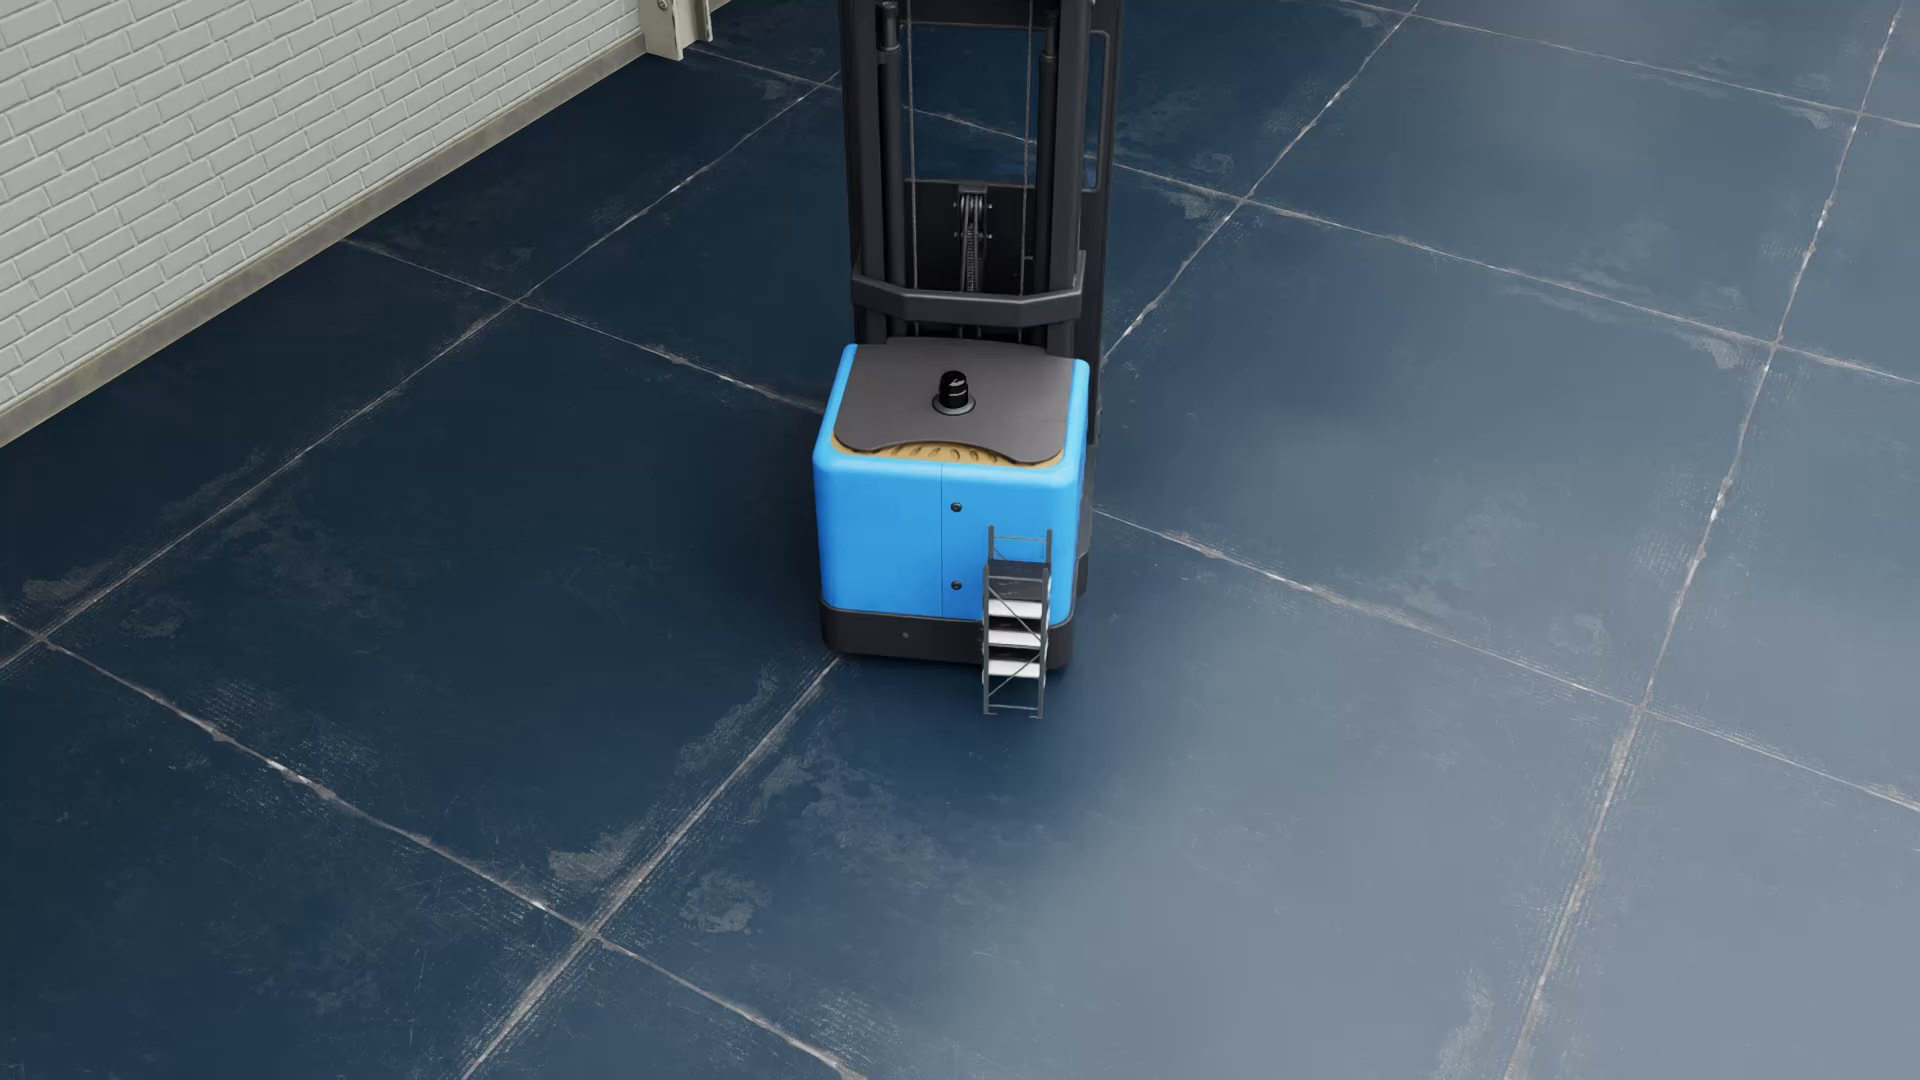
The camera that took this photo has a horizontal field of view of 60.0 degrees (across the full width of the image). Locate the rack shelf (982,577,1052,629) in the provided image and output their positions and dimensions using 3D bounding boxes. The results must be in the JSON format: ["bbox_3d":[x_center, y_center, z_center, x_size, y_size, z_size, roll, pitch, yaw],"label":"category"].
[{"bbox_3d":[0.219,0.234,6.386,0.258,0.077,0.200,4,47,5],"label":"rack shelf"}]

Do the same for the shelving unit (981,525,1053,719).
[{"bbox_3d":[0.220,0.334,6.492,0.258,0.900,0.210,4,47,5],"label":"shelving unit"}]

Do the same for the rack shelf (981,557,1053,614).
[{"bbox_3d":[0.218,0.172,6.320,0.258,0.077,0.200,4,47,5],"label":"rack shelf"}]

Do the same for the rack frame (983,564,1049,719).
[{"bbox_3d":[0.209,0.408,6.423,0.240,0.900,0.006,4,47,5],"label":"rack frame"}]

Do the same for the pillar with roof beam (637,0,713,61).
[{"bbox_3d":[1.790,-5.358,6.840,9.100,9.000,0.400,21,45,22],"label":"pillar with roof beam"}]

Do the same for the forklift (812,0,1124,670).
[{"bbox_3d":[0.108,-1.538,7.094,1.130,2.935,3.031,5,42,5],"label":"forklift"}]

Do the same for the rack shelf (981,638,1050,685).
[{"bbox_3d":[0.222,0.481,6.648,0.258,0.077,0.200,4,47,5],"label":"rack shelf"}]

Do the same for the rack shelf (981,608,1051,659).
[{"bbox_3d":[0.221,0.357,6.517,0.258,0.077,0.200,4,47,5],"label":"rack shelf"}]

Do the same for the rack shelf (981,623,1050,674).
[{"bbox_3d":[0.221,0.419,6.582,0.258,0.077,0.200,4,47,5],"label":"rack shelf"}]

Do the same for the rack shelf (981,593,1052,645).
[{"bbox_3d":[0.220,0.296,6.451,0.258,0.077,0.200,4,47,5],"label":"rack shelf"}]

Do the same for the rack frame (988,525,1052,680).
[{"bbox_3d":[0.231,0.261,6.562,0.240,0.900,0.006,4,47,5],"label":"rack frame"}]
